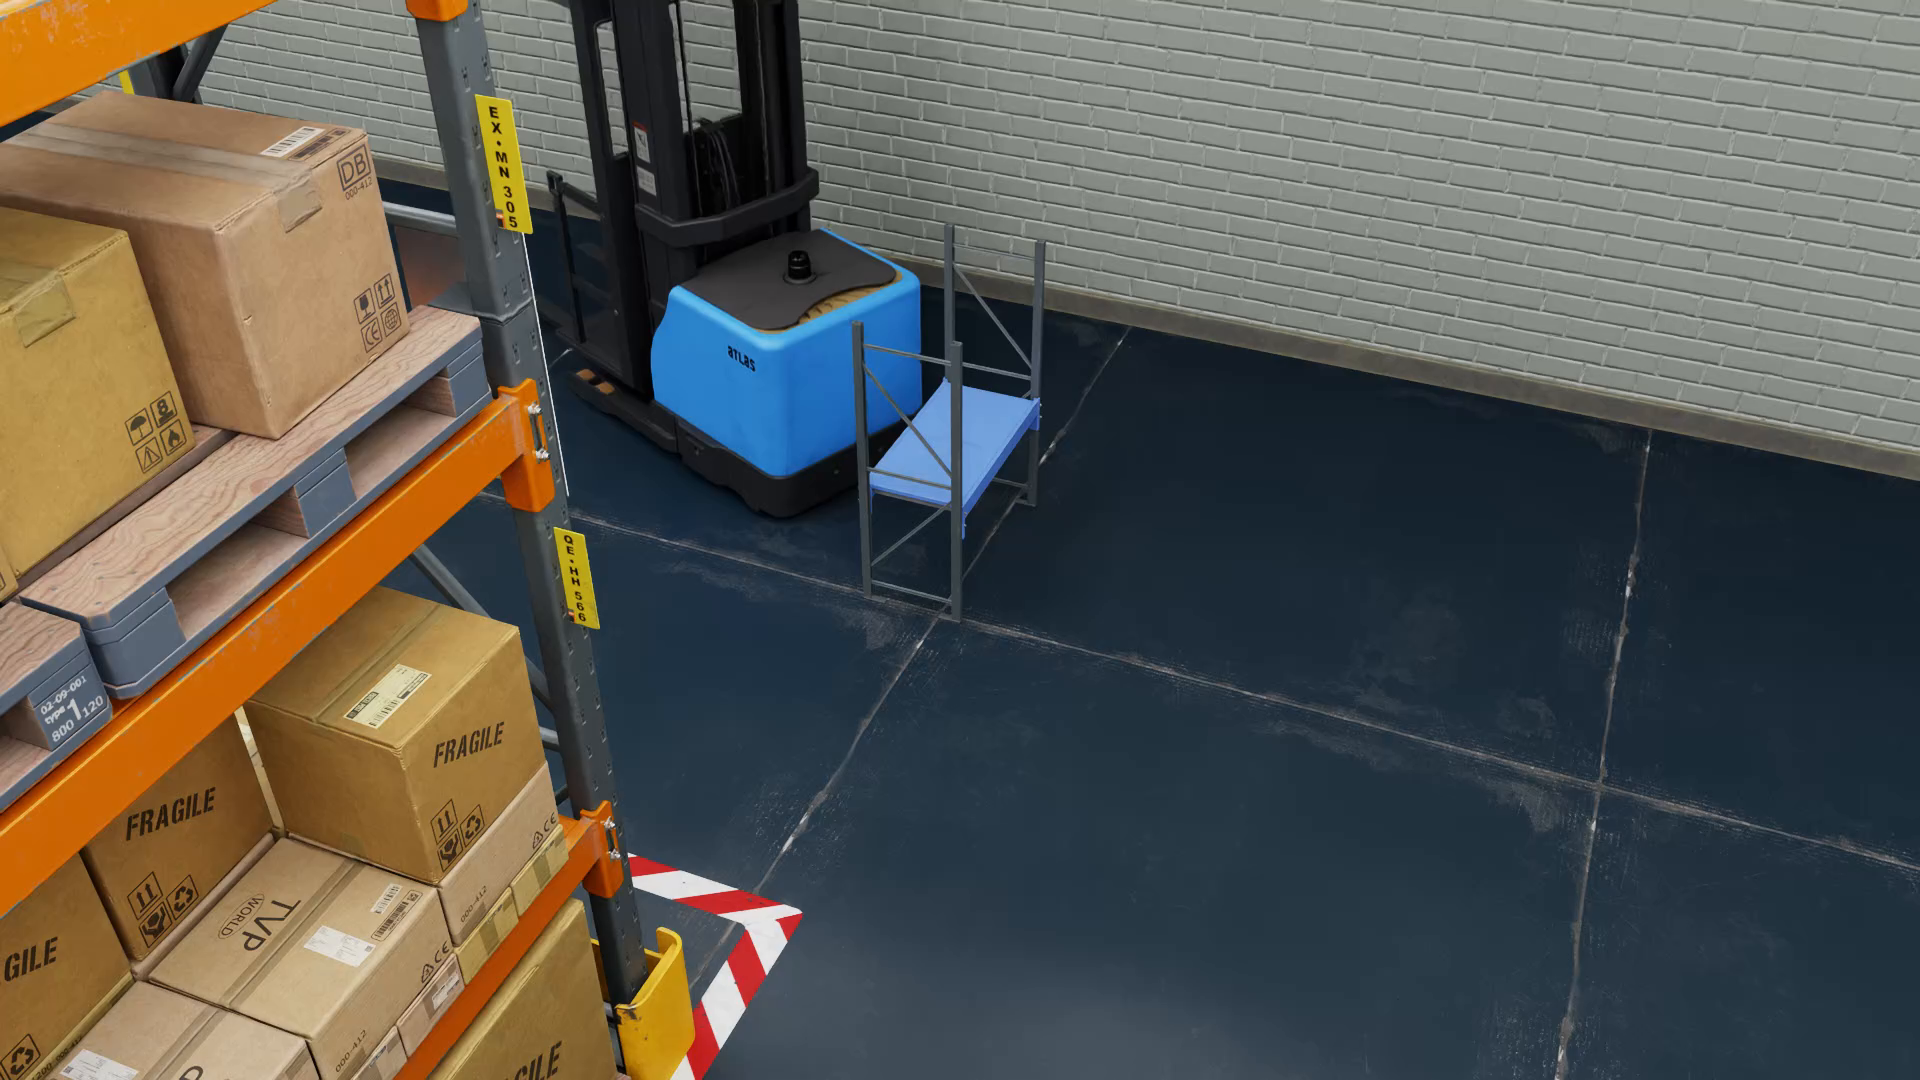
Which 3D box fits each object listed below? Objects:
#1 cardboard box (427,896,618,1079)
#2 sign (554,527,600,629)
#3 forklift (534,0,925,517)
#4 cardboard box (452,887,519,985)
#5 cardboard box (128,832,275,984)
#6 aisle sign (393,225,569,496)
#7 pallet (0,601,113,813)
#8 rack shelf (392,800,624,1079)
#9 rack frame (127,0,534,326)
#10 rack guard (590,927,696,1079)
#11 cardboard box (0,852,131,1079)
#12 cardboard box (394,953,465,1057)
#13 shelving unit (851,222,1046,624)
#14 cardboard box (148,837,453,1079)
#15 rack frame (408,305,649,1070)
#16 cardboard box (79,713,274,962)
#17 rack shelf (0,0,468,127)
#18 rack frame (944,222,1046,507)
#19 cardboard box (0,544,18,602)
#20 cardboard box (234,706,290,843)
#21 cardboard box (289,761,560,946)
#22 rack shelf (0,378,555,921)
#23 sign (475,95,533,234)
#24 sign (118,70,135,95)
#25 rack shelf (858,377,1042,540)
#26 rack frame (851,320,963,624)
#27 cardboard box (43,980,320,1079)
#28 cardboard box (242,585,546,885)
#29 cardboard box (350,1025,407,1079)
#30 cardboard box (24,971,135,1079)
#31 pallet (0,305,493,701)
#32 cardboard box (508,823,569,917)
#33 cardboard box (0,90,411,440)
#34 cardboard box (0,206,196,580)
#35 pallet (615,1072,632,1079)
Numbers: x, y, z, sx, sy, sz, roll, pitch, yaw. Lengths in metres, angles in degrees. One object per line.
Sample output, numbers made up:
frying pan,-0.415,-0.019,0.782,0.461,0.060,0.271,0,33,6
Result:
cardboard box,-1.714,1.589,5.144,0.875,0.875,0.875,14,39,18
sign,-1.048,0.107,4.539,0.100,0.325,0.005,14,39,18
forklift,-1.563,-2.077,8.682,1.130,2.935,3.031,-30,46,-34
cardboard box,-1.473,1.051,4.650,0.380,0.149,0.250,14,39,18
cardboard box,-2.169,0.968,4.427,0.500,0.250,0.500,13,39,17
aisle sign,-1.240,-0.479,4.315,0.394,0.787,0.004,14,39,18
pallet,-2.280,0.459,2.801,1.003,0.211,1.213,14,39,18
rack shelf,-2.306,1.929,3.866,1.077,0.370,4.000,14,39,18
rack frame,-1.545,-1.869,3.336,1.000,3.000,0.127,14,39,18
rack guard,-1.535,1.522,5.898,1.175,0.500,0.348,14,39,18
cardboard box,-2.359,0.944,3.834,0.500,0.500,0.500,13,39,17
cardboard box,-1.570,1.190,4.463,0.380,0.149,0.250,14,39,18
shelving unit,-0.032,-0.554,7.839,0.538,1.500,1.048,14,39,18
cardboard box,-1.677,1.084,4.272,0.500,0.250,0.500,13,39,17
rack frame,-1.545,0.534,5.132,1.000,3.000,0.127,14,39,18
cardboard box,-2.167,0.656,4.220,0.500,0.500,0.500,13,39,17
rack shelf,-2.306,-0.313,2.189,1.077,0.370,4.000,14,39,18
rack frame,0.161,-0.835,8.216,0.500,1.500,0.032,14,39,18
cardboard box,-2.170,-0.034,2.869,0.700,0.500,0.500,11,38,15
cardboard box,-1.977,0.679,4.814,0.500,0.250,0.500,13,39,17
cardboard box,-1.484,0.804,4.648,0.500,0.250,0.500,13,39,17
rack shelf,-2.306,0.728,2.968,1.077,0.370,4.000,14,39,18
sign,-1.048,-0.859,3.817,0.100,0.325,0.005,14,39,18
sign,-2.056,-1.179,4.122,0.100,0.325,0.005,14,39,18
rack shelf,-0.032,-0.409,7.947,0.538,0.185,1.000,14,39,18
rack frame,-0.226,-0.272,7.463,0.500,1.500,0.032,14,39,18
cardboard box,-1.870,1.366,3.895,0.500,0.250,0.500,13,39,16
cardboard box,-1.487,0.504,4.422,0.500,0.500,0.500,14,39,18
cardboard box,-1.666,1.328,4.279,0.380,0.149,0.250,15,39,19
cardboard box,-2.363,1.246,4.056,0.500,0.250,0.500,13,39,16
pallet,-1.817,-0.219,3.708,1.003,0.211,1.213,14,39,18
cardboard box,-1.376,0.907,4.843,0.380,0.149,0.250,15,39,19
cardboard box,-1.693,-0.616,3.647,0.700,0.500,0.500,12,38,15
cardboard box,-2.018,-0.332,3.267,0.700,0.500,0.500,12,39,16
pallet,-1.776,2.111,5.351,1.003,0.211,1.213,14,39,18
